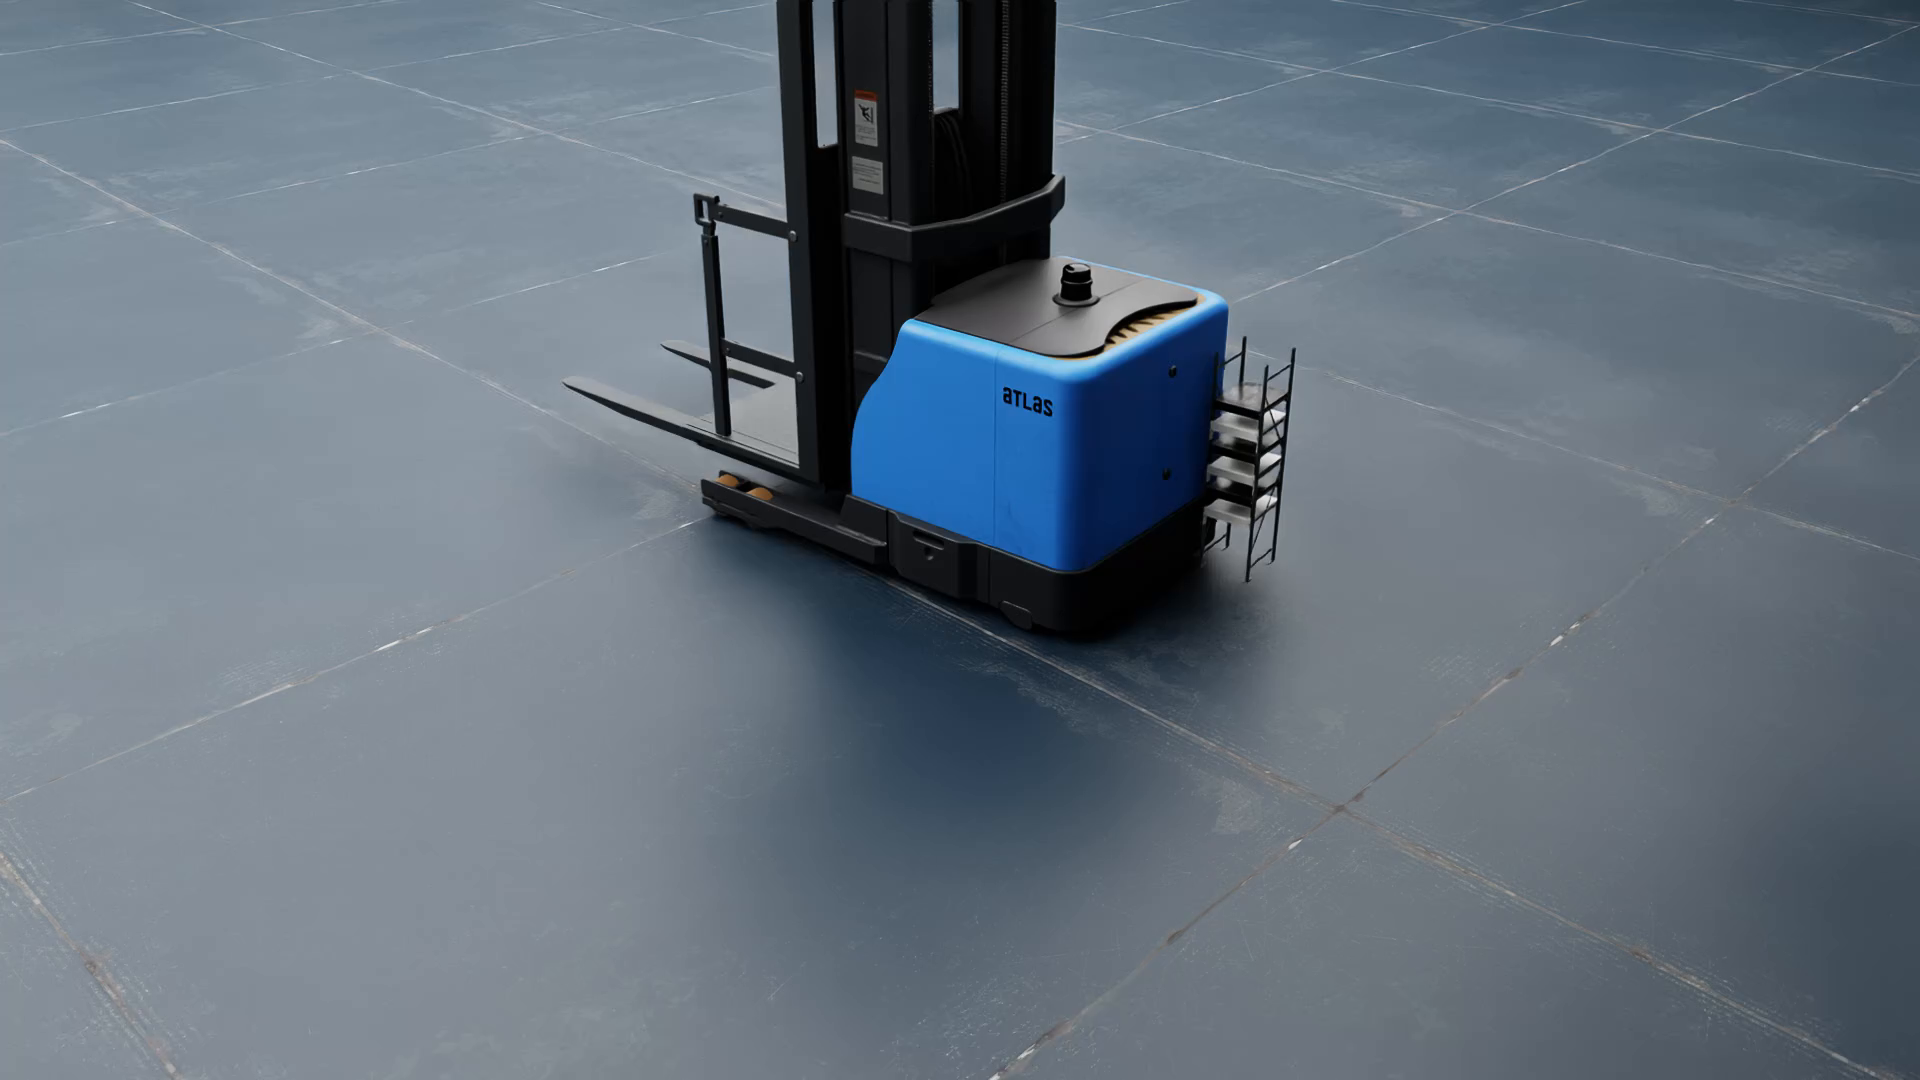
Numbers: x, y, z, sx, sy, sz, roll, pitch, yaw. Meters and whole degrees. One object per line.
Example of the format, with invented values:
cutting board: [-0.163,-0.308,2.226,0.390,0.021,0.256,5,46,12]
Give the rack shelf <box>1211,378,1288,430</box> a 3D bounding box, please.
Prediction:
rack shelf: [1.093,-0.511,6.247,0.200,0.077,0.258,19,33,32]

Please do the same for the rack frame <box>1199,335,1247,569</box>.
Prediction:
rack frame: [1.011,-0.330,6.410,0.006,0.900,0.240,19,33,32]

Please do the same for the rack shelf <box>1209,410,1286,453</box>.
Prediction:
rack shelf: [1.093,-0.431,6.288,0.200,0.077,0.258,19,33,32]

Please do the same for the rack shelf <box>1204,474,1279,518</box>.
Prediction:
rack shelf: [1.093,-0.192,6.414,0.200,0.077,0.258,19,33,32]

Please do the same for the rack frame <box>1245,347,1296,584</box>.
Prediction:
rack frame: [1.175,-0.274,6.303,0.006,0.900,0.240,19,33,32]

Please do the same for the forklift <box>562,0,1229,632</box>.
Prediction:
forklift: [-0.450,-1.515,6.481,3.031,2.935,1.130,20,34,34]

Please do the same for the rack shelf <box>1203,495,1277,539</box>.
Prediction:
rack shelf: [1.093,-0.113,6.456,0.200,0.077,0.258,19,33,32]

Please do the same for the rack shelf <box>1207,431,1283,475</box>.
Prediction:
rack shelf: [1.093,-0.352,6.330,0.200,0.077,0.258,19,33,32]

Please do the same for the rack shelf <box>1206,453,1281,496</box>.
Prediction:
rack shelf: [1.093,-0.272,6.372,0.200,0.077,0.258,19,33,32]

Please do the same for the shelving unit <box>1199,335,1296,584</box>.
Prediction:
shelving unit: [1.093,-0.302,6.357,0.210,0.900,0.258,19,33,32]
